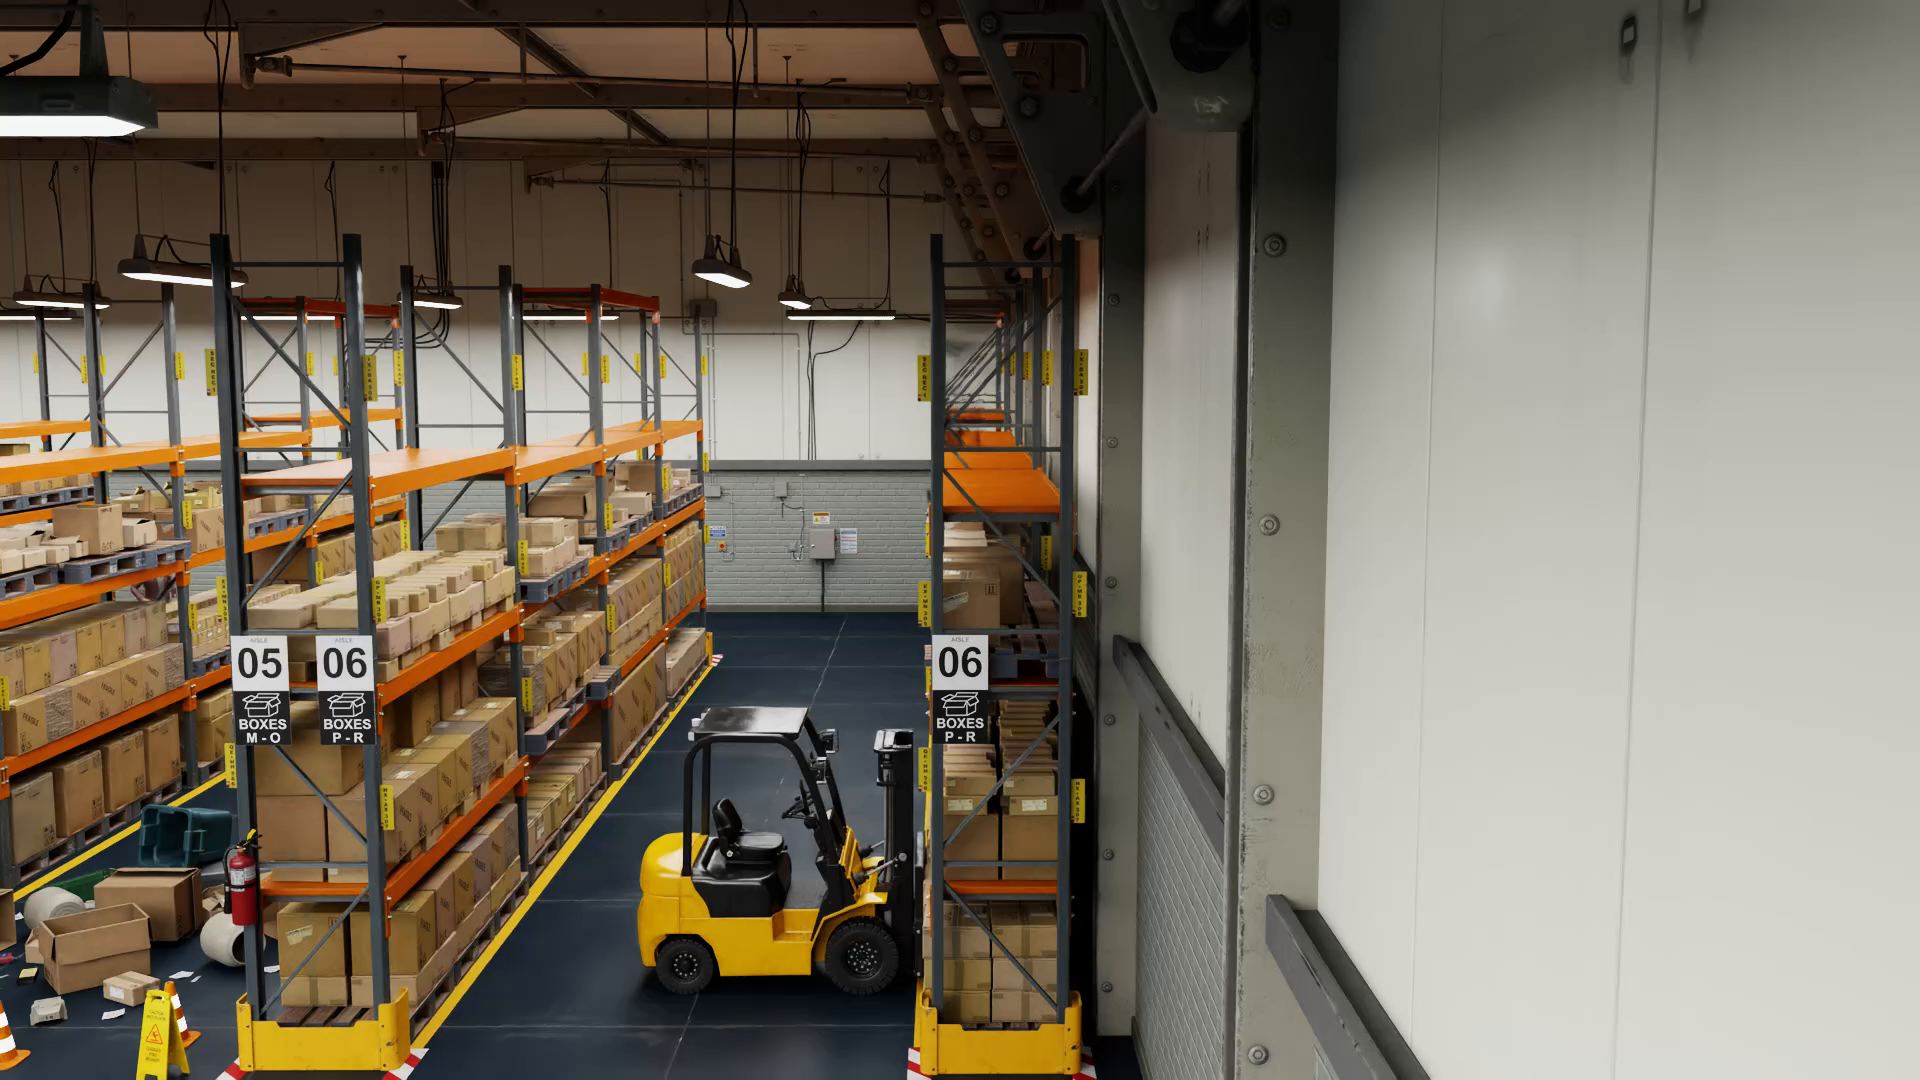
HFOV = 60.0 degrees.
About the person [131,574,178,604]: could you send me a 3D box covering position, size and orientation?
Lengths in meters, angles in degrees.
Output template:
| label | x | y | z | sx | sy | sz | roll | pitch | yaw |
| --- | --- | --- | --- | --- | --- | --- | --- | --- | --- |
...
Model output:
| label | x | y | z | sx | sy | sz | roll | pitch | yaw |
| --- | --- | --- | --- | --- | --- | --- | --- | --- | --- |
| person | -13.796 | 1.142 | 28.624 | 0.545 | 1.755 | 0.780 | 4 | 7 | 31 |
